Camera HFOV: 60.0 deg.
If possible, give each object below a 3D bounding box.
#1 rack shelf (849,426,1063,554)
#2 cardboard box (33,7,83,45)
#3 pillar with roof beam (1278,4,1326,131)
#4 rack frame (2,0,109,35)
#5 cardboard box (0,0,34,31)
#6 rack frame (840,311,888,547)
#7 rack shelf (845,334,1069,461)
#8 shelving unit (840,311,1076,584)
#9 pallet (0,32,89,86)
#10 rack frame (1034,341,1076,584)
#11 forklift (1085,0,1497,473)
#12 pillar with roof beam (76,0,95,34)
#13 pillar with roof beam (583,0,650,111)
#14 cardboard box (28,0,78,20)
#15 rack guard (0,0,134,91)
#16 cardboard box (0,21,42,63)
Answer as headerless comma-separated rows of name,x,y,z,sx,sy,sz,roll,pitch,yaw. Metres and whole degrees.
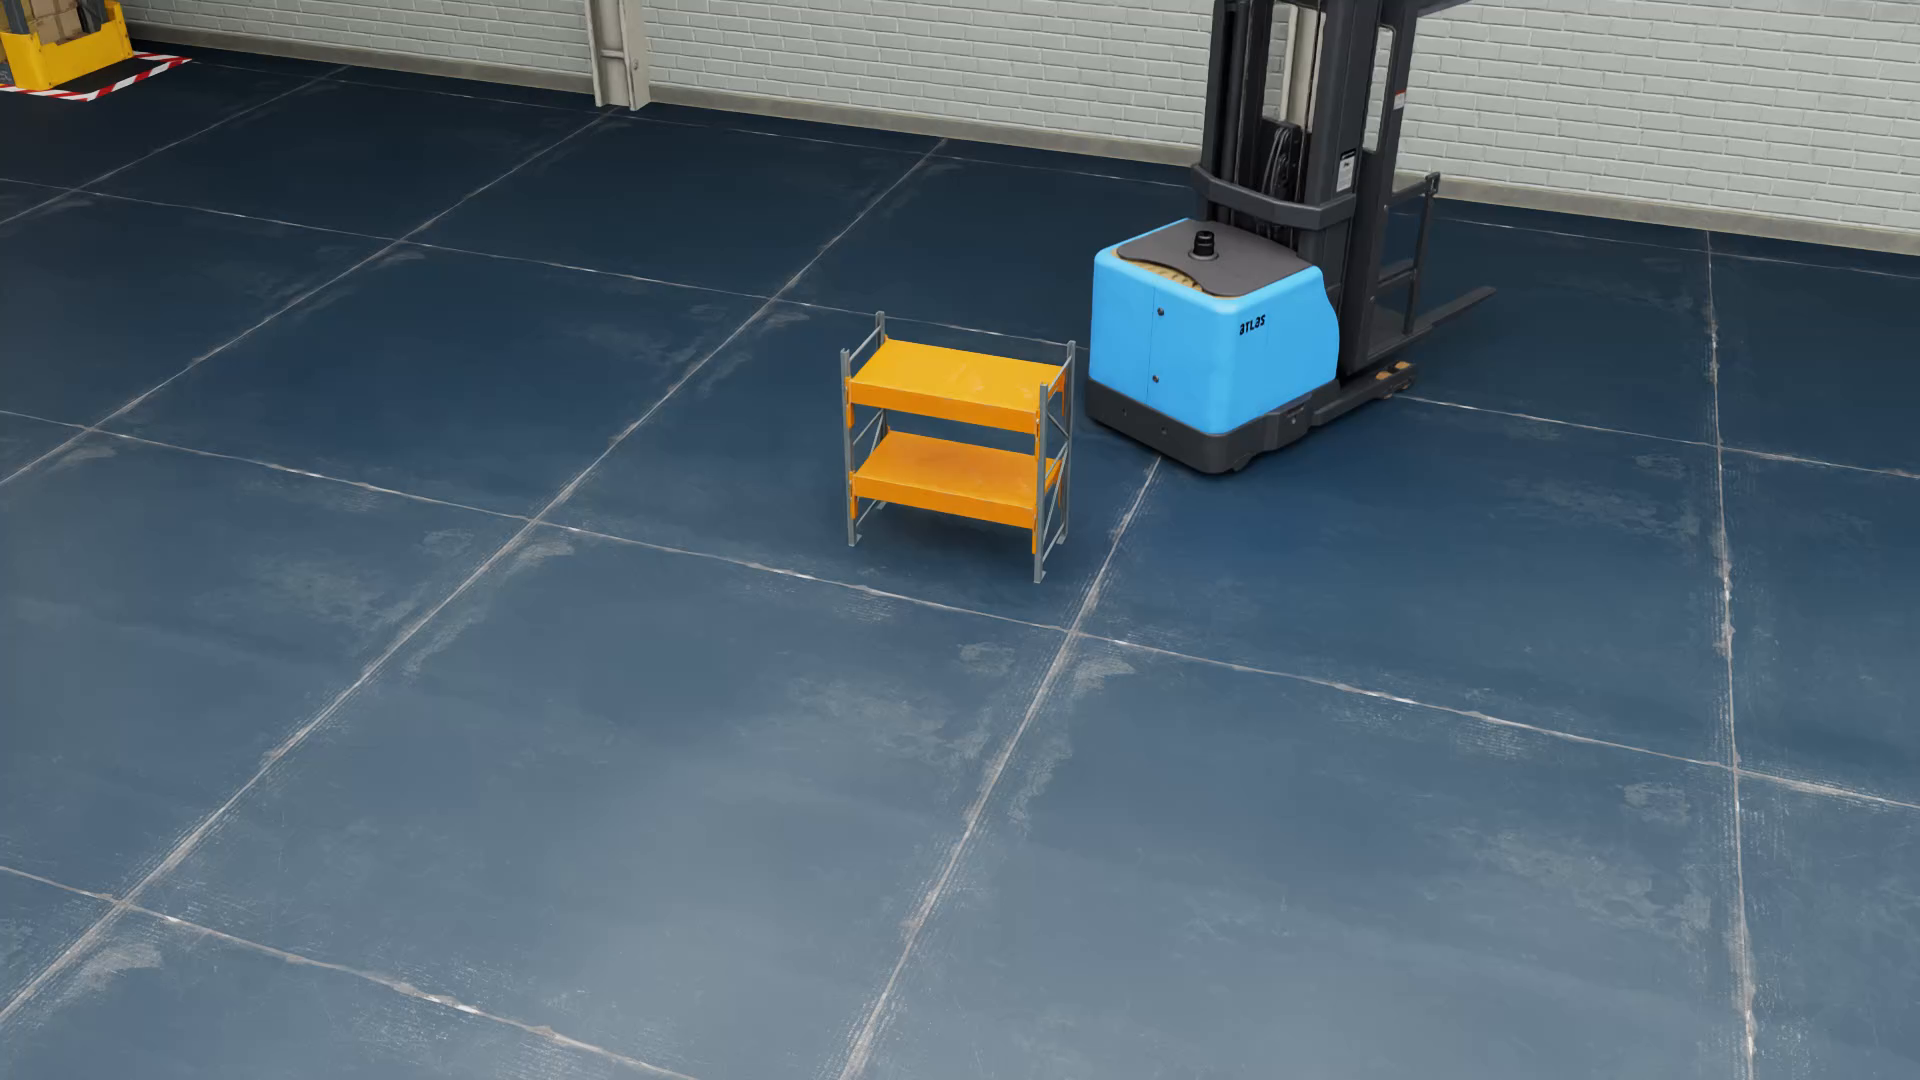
rack shelf,-0.006,-0.268,8.579,1.000,0.278,0.538,11,34,16
cardboard box,-8.674,-4.858,15.657,0.500,0.250,0.500,11,34,17
pillar with roof beam,1.215,-4.361,7.208,0.400,9.000,9.100,11,34,16
rack frame,-8.278,-5.647,14.731,0.127,3.000,1.000,11,34,16
cardboard box,-8.841,-4.808,15.118,0.500,0.250,0.500,11,34,16
rack frame,-0.485,-0.567,8.591,0.032,1.125,0.500,11,34,16
rack shelf,-0.006,-0.720,8.288,1.000,0.278,0.538,11,34,16
shelving unit,-0.006,-0.474,8.447,1.048,1.125,0.538,11,34,16
pallet,-9.012,-4.594,15.671,1.213,0.211,1.003,11,34,16
rack frame,0.472,-0.381,8.303,0.032,1.125,0.500,11,34,16
forklift,2.167,-2.274,9.570,3.031,2.935,1.130,-26,41,-34
pillar with roof beam,-10.081,-6.557,10.610,0.400,9.000,9.100,11,34,16
pillar with roof beam,-4.433,-5.459,8.909,0.400,9.000,9.100,11,34,16
cardboard box,-8.650,-5.071,15.525,0.500,0.250,0.500,12,35,17
rack guard,-8.255,-4.593,15.402,0.348,0.500,1.175,11,34,16
cardboard box,-8.826,-4.593,15.246,0.500,0.250,0.500,11,35,17
